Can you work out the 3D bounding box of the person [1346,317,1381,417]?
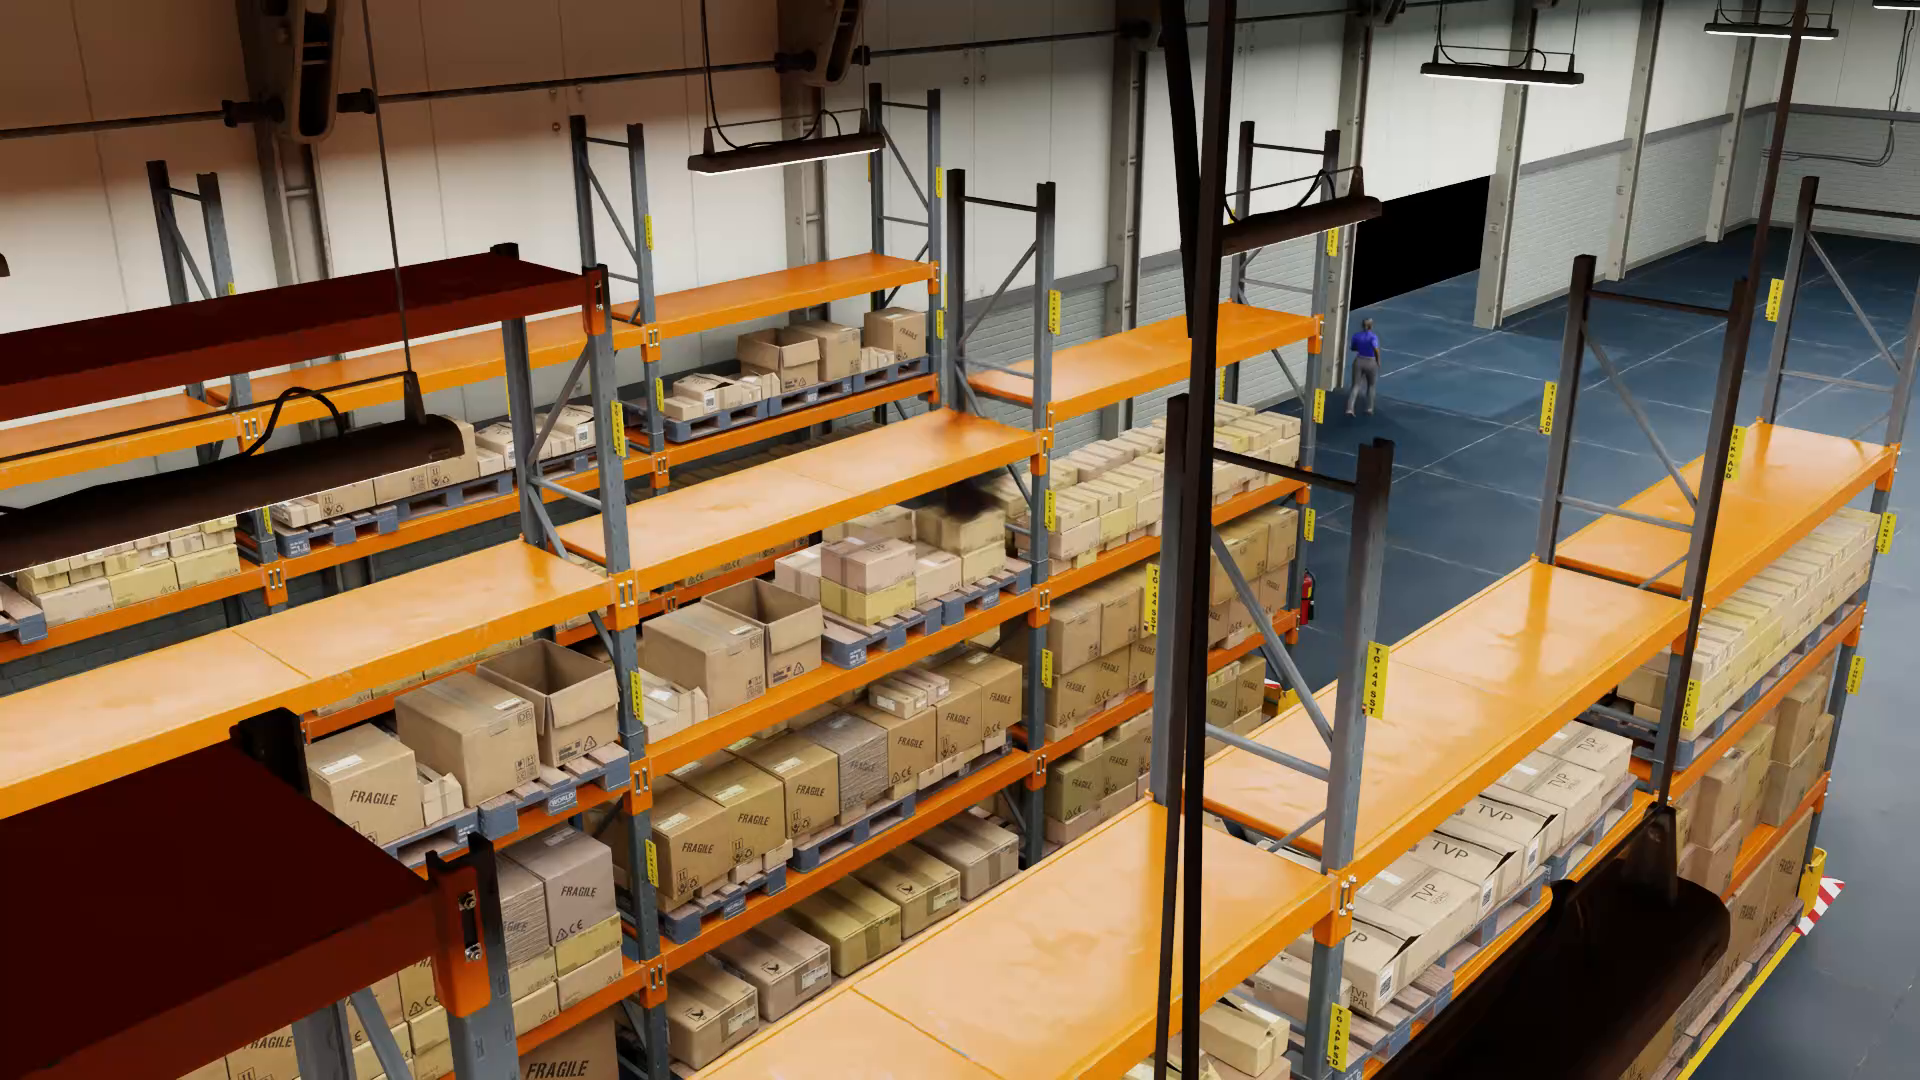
[{"bbox_3d":[6.523,-2.760,26.826,0.559,1.674,0.869,12,24,28],"label":"person"}]
